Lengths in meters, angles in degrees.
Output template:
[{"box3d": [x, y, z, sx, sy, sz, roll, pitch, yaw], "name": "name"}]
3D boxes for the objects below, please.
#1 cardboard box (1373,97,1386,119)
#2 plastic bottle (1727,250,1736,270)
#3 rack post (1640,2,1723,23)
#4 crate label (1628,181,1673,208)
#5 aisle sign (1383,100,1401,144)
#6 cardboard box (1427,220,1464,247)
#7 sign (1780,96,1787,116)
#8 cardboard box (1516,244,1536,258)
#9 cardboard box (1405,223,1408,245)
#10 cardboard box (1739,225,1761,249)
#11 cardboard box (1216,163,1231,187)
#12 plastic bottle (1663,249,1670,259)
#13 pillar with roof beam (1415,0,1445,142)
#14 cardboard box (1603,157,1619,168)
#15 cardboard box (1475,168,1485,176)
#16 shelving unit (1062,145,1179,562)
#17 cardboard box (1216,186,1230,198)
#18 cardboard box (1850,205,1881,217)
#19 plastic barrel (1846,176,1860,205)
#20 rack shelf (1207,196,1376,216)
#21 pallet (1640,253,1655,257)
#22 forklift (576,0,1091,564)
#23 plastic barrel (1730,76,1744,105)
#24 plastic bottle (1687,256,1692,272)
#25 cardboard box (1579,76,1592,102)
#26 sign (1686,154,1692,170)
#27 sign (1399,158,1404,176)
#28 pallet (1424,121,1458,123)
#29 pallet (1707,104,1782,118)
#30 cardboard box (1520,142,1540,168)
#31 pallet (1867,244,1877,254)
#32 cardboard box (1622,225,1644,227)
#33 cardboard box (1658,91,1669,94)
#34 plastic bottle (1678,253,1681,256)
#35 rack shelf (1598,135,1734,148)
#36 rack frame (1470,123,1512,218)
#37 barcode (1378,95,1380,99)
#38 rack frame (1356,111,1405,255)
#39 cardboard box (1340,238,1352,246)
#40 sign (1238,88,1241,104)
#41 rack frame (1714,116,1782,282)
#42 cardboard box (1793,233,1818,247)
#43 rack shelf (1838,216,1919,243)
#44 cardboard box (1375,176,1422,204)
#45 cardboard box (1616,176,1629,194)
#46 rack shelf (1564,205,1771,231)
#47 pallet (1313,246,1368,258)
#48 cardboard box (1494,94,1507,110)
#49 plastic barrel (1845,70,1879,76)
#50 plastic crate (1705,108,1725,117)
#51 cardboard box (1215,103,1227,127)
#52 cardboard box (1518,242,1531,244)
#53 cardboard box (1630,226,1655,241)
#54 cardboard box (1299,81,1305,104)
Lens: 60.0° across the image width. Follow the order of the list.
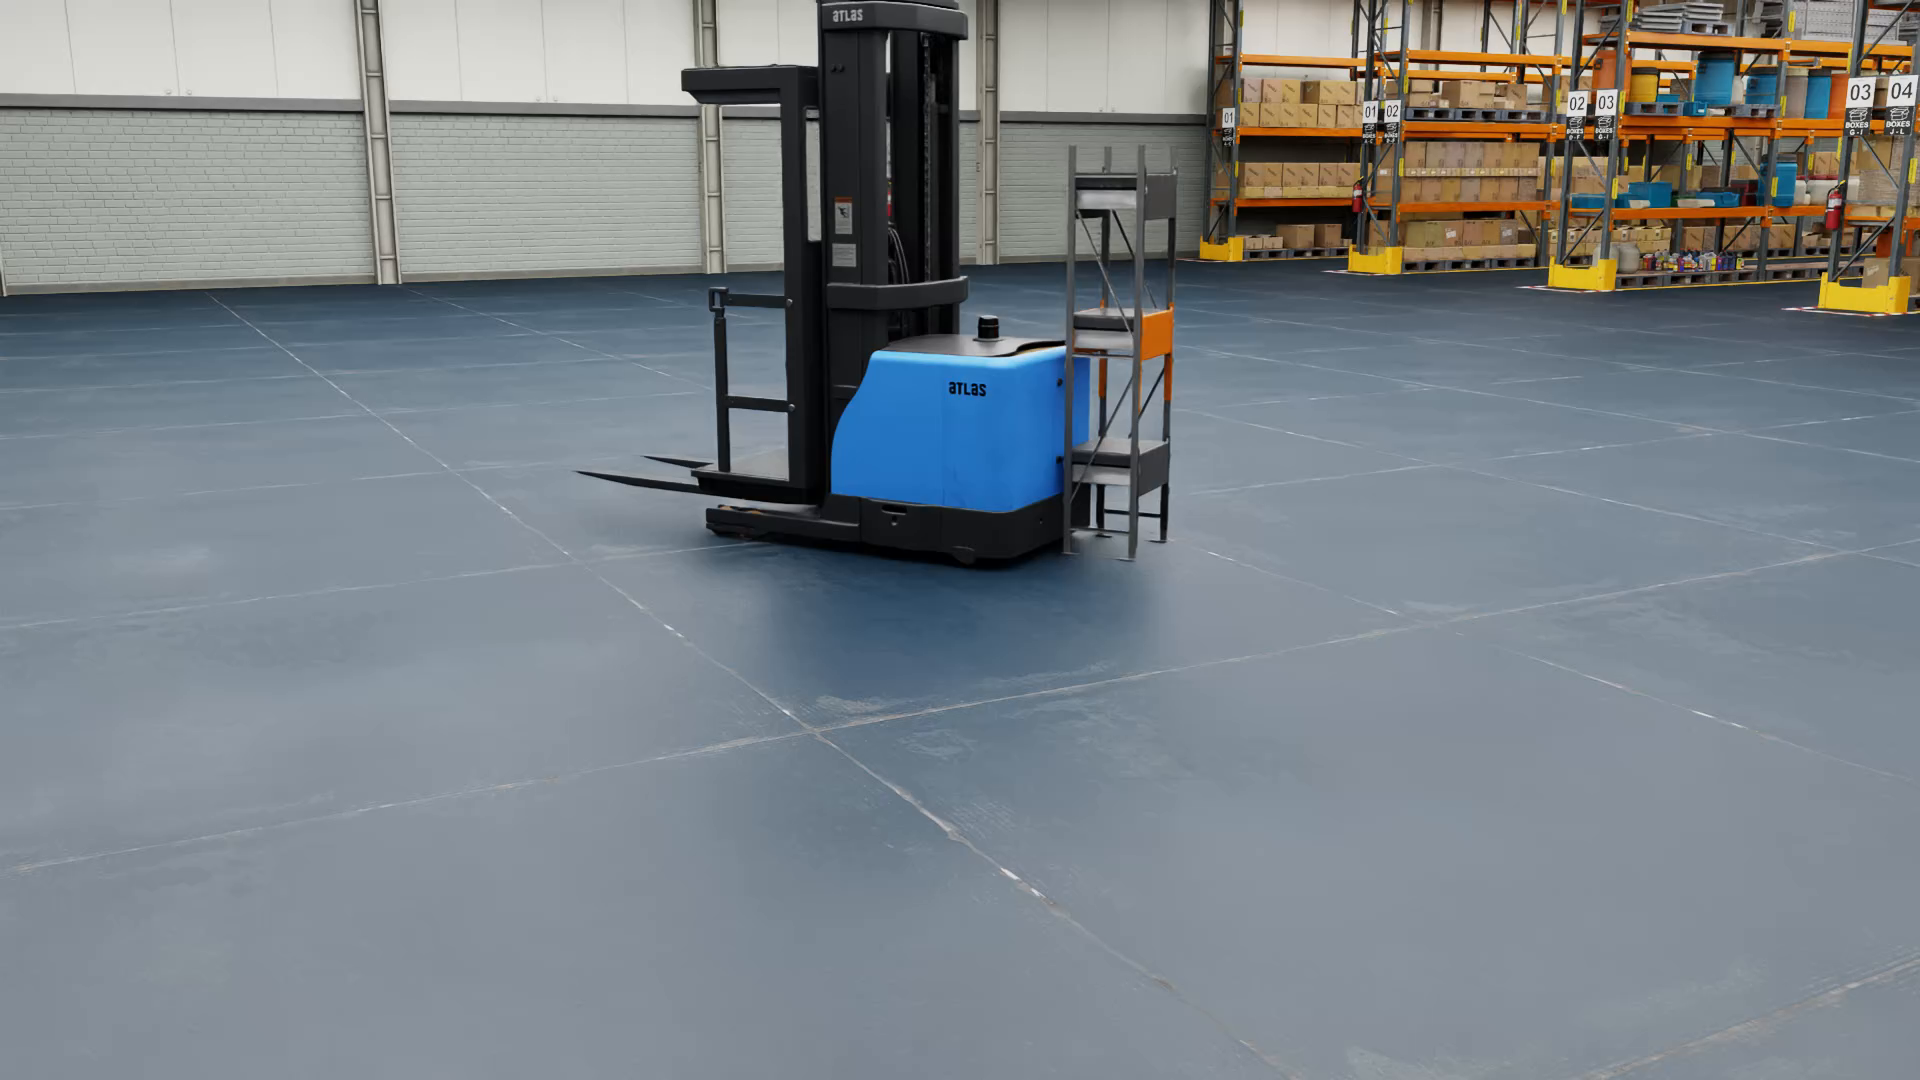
[{"box3d": [9.665, -9.771, 37.678, 0.500, 0.500, 0.500, -5, 13, -20], "name": "cardboard box"}, {"box3d": [13.466, -4.902, 29.089, 0.185, 0.351, 0.144, -7, 15, -29], "name": "plastic bottle"}, {"box3d": [12.068, -8.782, 27.807, 0.954, 0.300, 0.937, -7, 15, -29], "name": "rack post"}, {"box3d": [11.868, -5.945, 28.613, 0.616, 0.435, 0.502, -7, 14, -28], "name": "crate label"}, {"box3d": [8.102, -7.839, 31.189, 0.004, 0.787, 0.394, -7, 14, -28], "name": "aisle sign"}, {"box3d": [9.460, -5.988, 32.482, 0.500, 0.500, 0.500, -7, 14, -28], "name": "cardboard box"}, {"box3d": [14.147, -7.463, 28.588, 0.005, 0.325, 0.100, -7, 14, -28], "name": "sign"}, {"box3d": [11.221, -5.830, 33.490, 0.500, 0.250, 0.500, -7, 14, -28], "name": "cardboard box"}, {"box3d": [10.214, -7.152, 38.747, 0.500, 0.500, 0.700, -7, 15, -29], "name": "cardboard box"}, {"box3d": [17.371, -6.684, 36.669, 0.500, 0.500, 0.500, -7, 14, -27], "name": "cardboard box"}, {"box3d": [5.947, -7.984, 36.342, 0.500, 0.500, 0.500, -7, 14, -28], "name": "cardboard box"}, {"box3d": [12.447, -4.955, 29.328, 0.185, 0.351, 0.144, -7, 14, -28], "name": "plastic bottle"}, {"box3d": [13.165, -10.560, 35.536, 0.400, 9.000, 9.100, -7, 14, -28], "name": "pillar with roof beam"}, {"box3d": [15.881, -9.325, 41.052, 0.500, 0.250, 0.500, -6, 14, -26], "name": "cardboard box"}, {"box3d": [10.040, -7.191, 32.526, 0.250, 0.149, 0.380, -6, 14, -26], "name": "cardboard box"}, {"box3d": [0.834, -0.978, 8.670, 0.431, 2.100, 0.503, 6, 14, 25], "name": "shelving unit"}, {"box3d": [5.953, -7.614, 36.407, 0.500, 0.250, 0.500, -7, 14, -27], "name": "cardboard box"}, {"box3d": [12.907, -4.675, 23.621, 0.250, 0.149, 0.380, -7, 14, -28], "name": "cardboard box"}, {"box3d": [16.234, -6.384, 30.391, 0.421, 0.512, 0.421, 0, 13, 0], "name": "plastic barrel"}, {"box3d": [7.391, -7.451, 37.022, 4.000, 0.370, 1.077, -7, 14, -28], "name": "rack shelf"}, {"box3d": [14.293, -6.039, 35.462, 1.213, 0.211, 1.003, -7, 14, -28], "name": "pallet"}, {"box3d": [-0.817, -1.520, 9.189, 3.031, 2.935, 1.130, 7, 15, 29], "name": "forklift"}, {"box3d": [13.421, -7.818, 28.973, 0.421, 0.512, 0.421, 0, 13, 0], "name": "plastic barrel"}, {"box3d": [12.512, -4.743, 28.563, 0.097, 0.271, 0.097, 0, 13, 0], "name": "plastic bottle"}, {"box3d": [12.572, -9.140, 33.737, 0.500, 0.500, 0.500, -5, 14, -22], "name": "cardboard box"}, {"box3d": [15.303, -7.937, 34.907, 0.005, 0.325, 0.100, -7, 14, -28], "name": "sign"}, {"box3d": [8.273, -6.990, 31.186, 0.005, 0.325, 0.100, -7, 14, -28], "name": "sign"}, {"box3d": [10.648, -9.538, 38.254, 1.003, 0.211, 1.213, -7, 14, -28], "name": "pallet"}, {"box3d": [13.307, -7.379, 28.665, 1.003, 0.211, 1.213, -7, 14, -28], "name": "pallet"}, {"box3d": [11.137, -7.691, 33.271, 0.500, 0.500, 0.700, -7, 14, -28], "name": "cardboard box"}, {"box3d": [21.290, -6.867, 39.144, 1.213, 0.211, 1.003, -7, 14, -28], "name": "pallet"}, {"box3d": [14.434, -6.617, 35.708, 0.500, 0.311, 0.500, -6, 14, -26], "name": "cardboard box"}, {"box3d": [17.377, -10.939, 41.504, 0.500, 0.500, 0.500, -7, 15, -29], "name": "cardboard box"}, {"box3d": [12.709, -4.939, 29.434, 0.097, 0.271, 0.097, 0, 13, 0], "name": "plastic bottle"}, {"box3d": [17.924, -10.176, 42.302, 4.000, 0.370, 1.077, -7, 14, -28], "name": "rack shelf"}, {"box3d": [12.657, -8.433, 39.748, 0.127, 3.000, 1.000, -7, 14, -28], "name": "rack frame"}, {"box3d": [8.046, -8.508, 31.929, 0.075, 0.075, 0.001, -7, 14, -28], "name": "barcode"}, {"box3d": [8.012, -6.637, 31.768, 0.127, 3.000, 1.000, -7, 14, -28], "name": "rack frame"}, {"box3d": [8.691, -6.782, 37.865, 0.250, 0.166, 0.380, -9, 16, -35], "name": "cardboard box"}, {"box3d": [5.896, -9.376, 35.118, 0.005, 0.325, 0.100, -7, 14, -28], "name": "sign"}, {"box3d": [13.893, -6.103, 29.394, 0.127, 3.000, 1.000, -7, 14, -28], "name": "rack frame"}, {"box3d": [19.017, -6.805, 37.635, 0.500, 0.311, 0.500, -7, 14, -28], "name": "cardboard box"}, {"box3d": [14.511, -4.587, 24.297, 4.000, 0.370, 1.077, -7, 14, -28], "name": "rack shelf"}, {"box3d": [8.428, -6.732, 31.964, 0.500, 0.500, 0.700, -7, 14, -28], "name": "cardboard box"}, {"box3d": [13.569, -7.348, 34.698, 0.500, 0.500, 0.500, -8, 15, -31], "name": "cardboard box"}, {"box3d": [12.138, -5.541, 28.538, 4.000, 0.370, 1.077, -7, 14, -28], "name": "rack shelf"}, {"box3d": [8.574, -6.574, 37.840, 1.213, 0.211, 1.003, -7, 14, -28], "name": "pallet"}, {"box3d": [10.481, -8.692, 32.995, 0.500, 0.311, 0.500, -8, 15, -31], "name": "cardboard box"}, {"box3d": [16.580, -8.187, 30.682, 0.600, 0.901, 0.600, 0, 13, 0], "name": "plastic barrel"}, {"box3d": [12.678, -7.191, 27.997, 0.396, 0.136, 0.243, -7, 14, -28], "name": "plastic crate"}, {"box3d": [5.881, -9.206, 36.077, 0.500, 0.500, 0.500, -6, 14, -24], "name": "cardboard box"}, {"box3d": [11.748, -6.021, 34.336, 0.500, 0.250, 0.500, -7, 14, -28], "name": "cardboard box"}, {"box3d": [14.239, -6.457, 34.997, 0.500, 0.311, 0.500, -7, 14, -29], "name": "cardboard box"}, {"box3d": [7.251, -9.855, 36.686, 0.500, 0.500, 0.500, -7, 14, -28], "name": "cardboard box"}]
